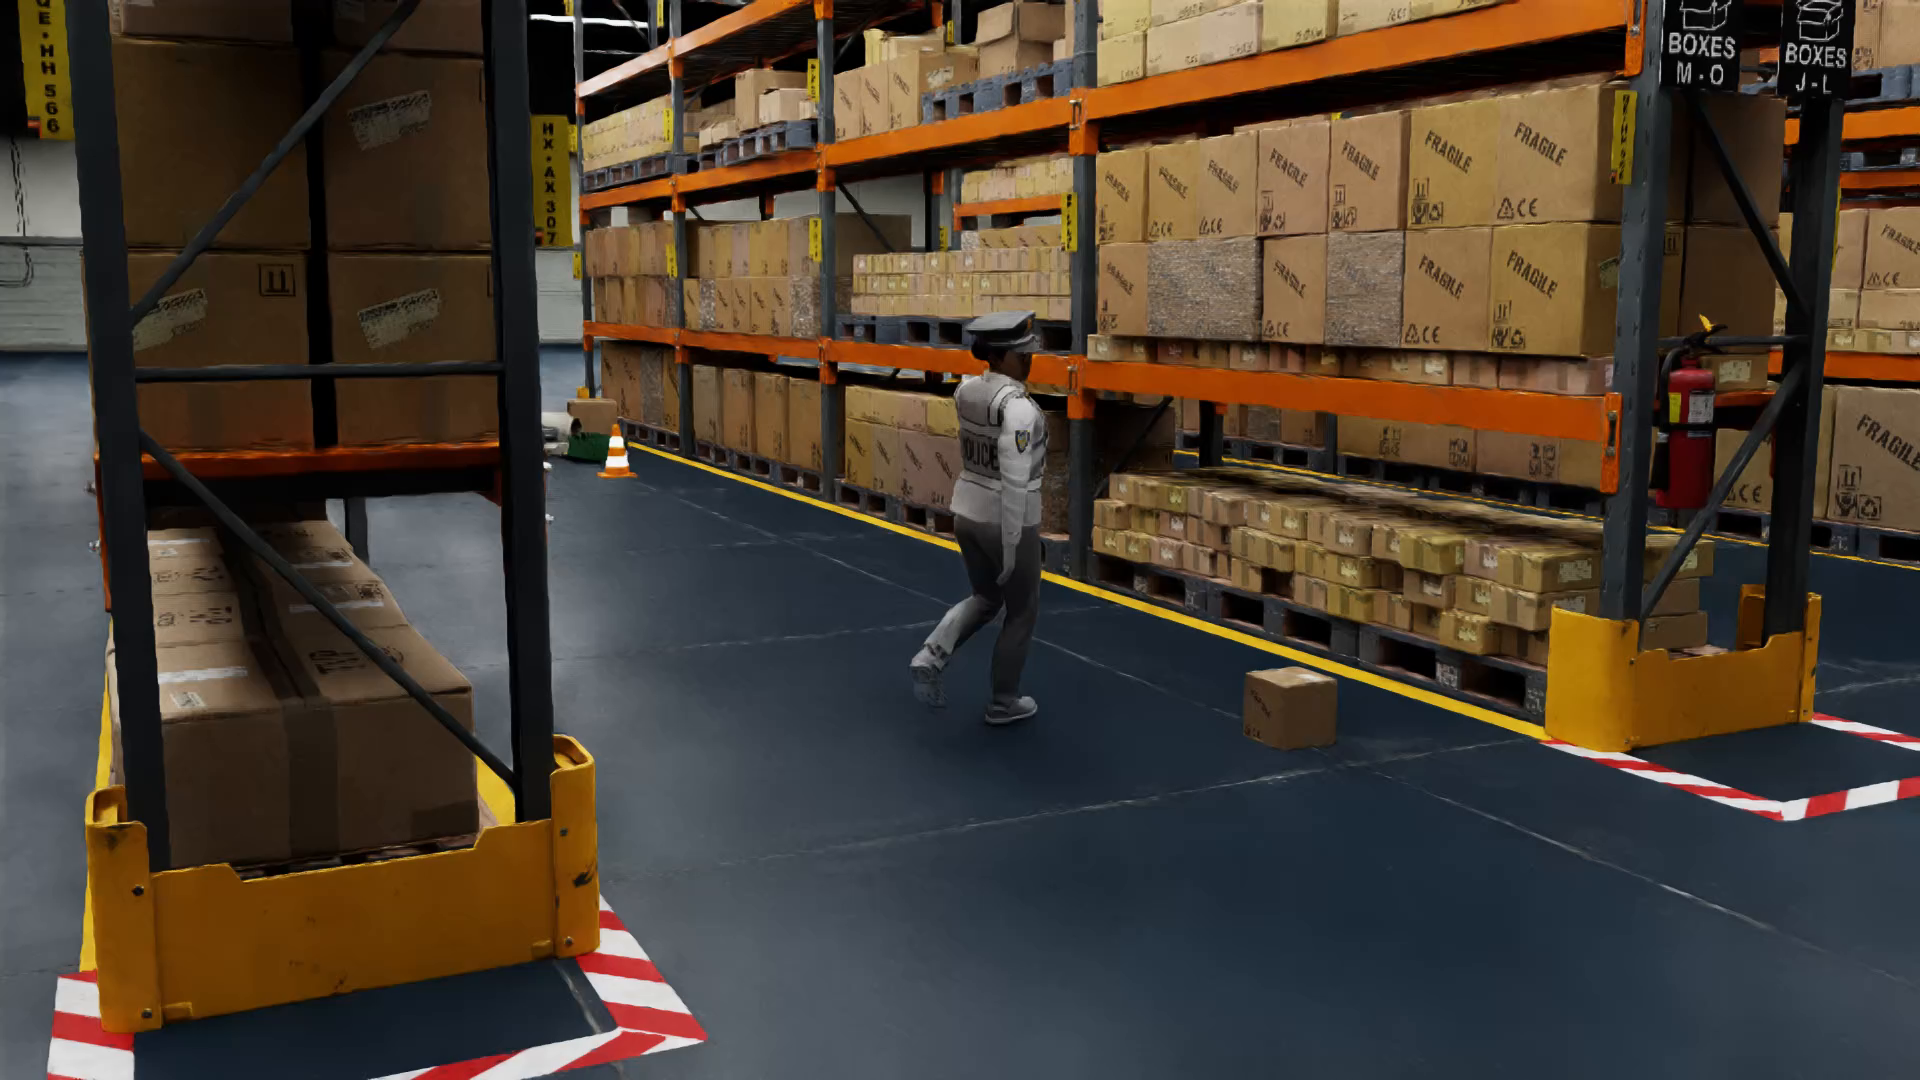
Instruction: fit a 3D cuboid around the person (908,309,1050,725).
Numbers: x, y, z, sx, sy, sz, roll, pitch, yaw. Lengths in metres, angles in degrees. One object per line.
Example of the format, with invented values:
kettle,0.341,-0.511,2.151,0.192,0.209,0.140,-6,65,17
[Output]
person,0.149,-0.056,6.311,0.647,1.623,0.520,-7,11,-37
